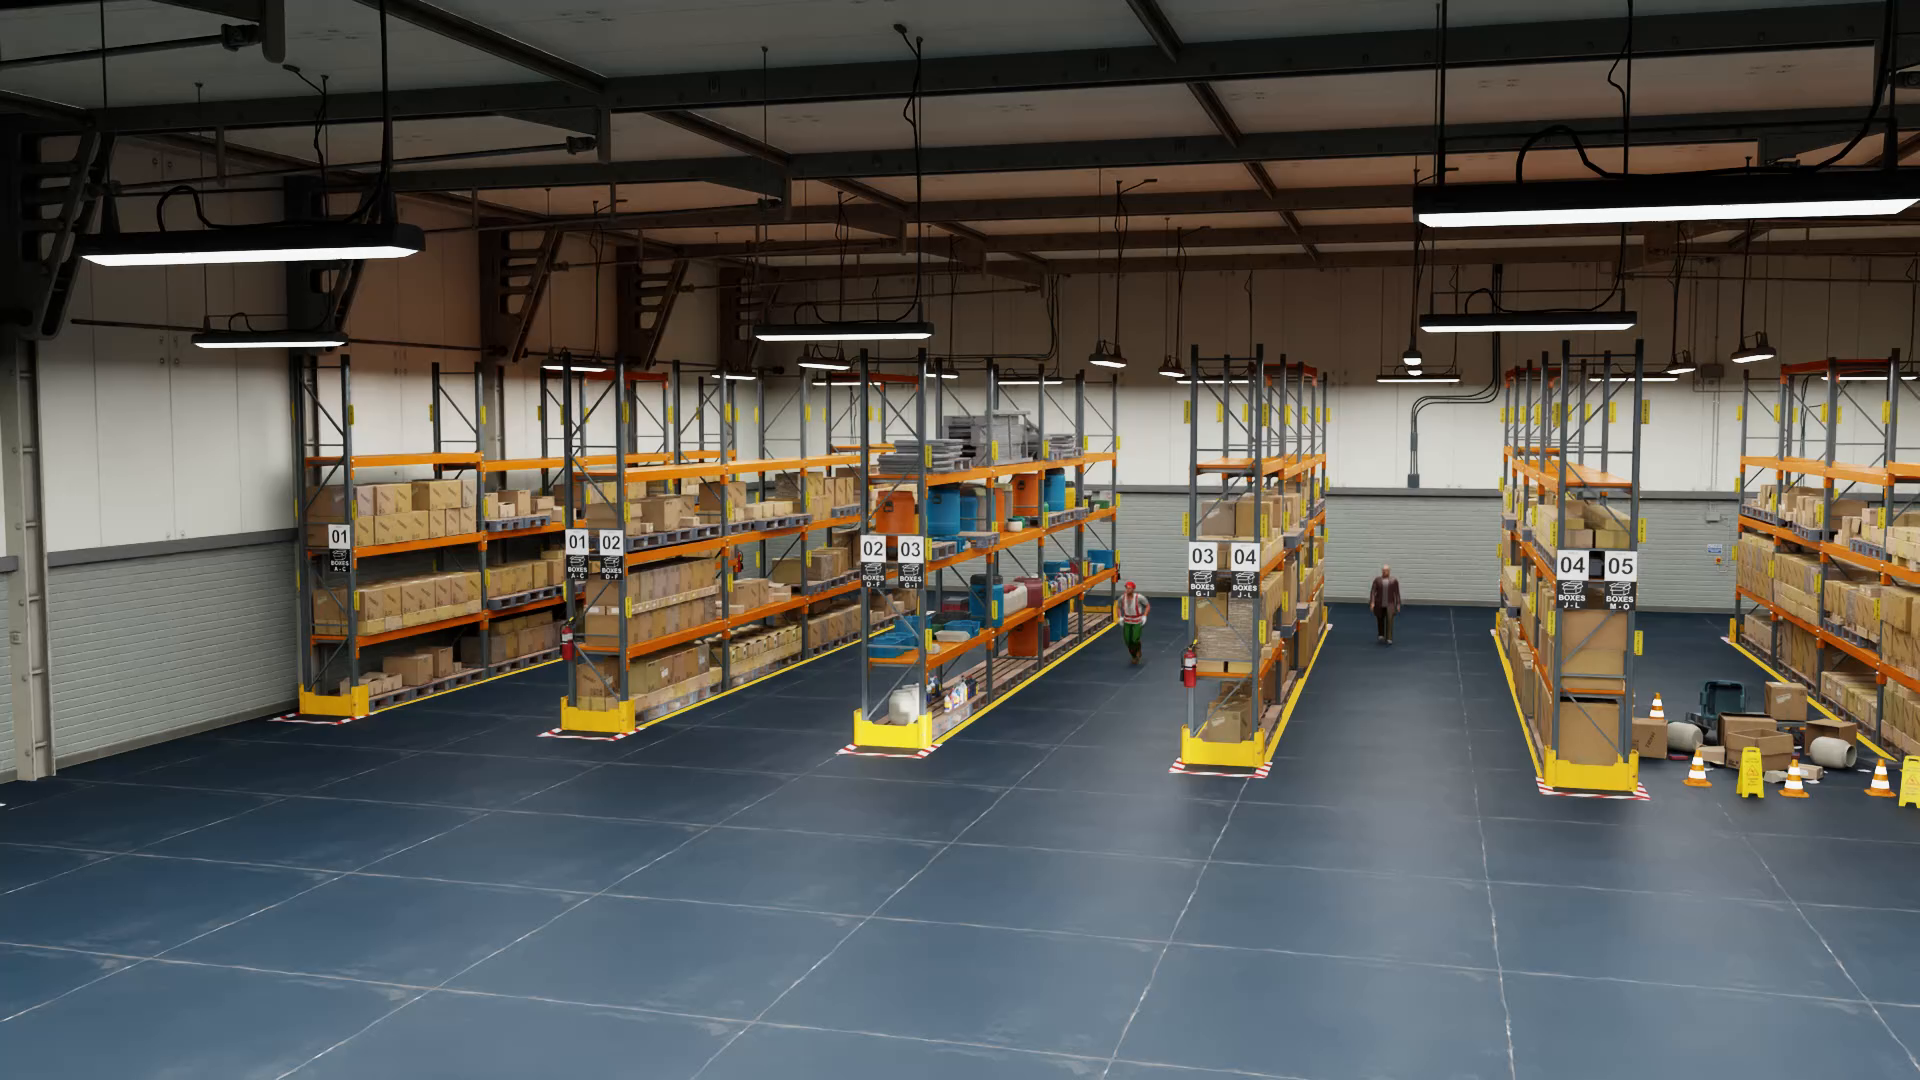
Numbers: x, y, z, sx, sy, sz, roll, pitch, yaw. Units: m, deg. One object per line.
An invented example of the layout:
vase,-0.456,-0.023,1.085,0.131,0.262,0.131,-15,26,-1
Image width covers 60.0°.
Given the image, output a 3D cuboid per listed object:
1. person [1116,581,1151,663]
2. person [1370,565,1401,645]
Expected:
person,3.484,1.656,33.474,0.692,1.688,0.626,2,5,22
person,9.289,1.406,36.298,0.684,1.716,1.170,1,4,12
